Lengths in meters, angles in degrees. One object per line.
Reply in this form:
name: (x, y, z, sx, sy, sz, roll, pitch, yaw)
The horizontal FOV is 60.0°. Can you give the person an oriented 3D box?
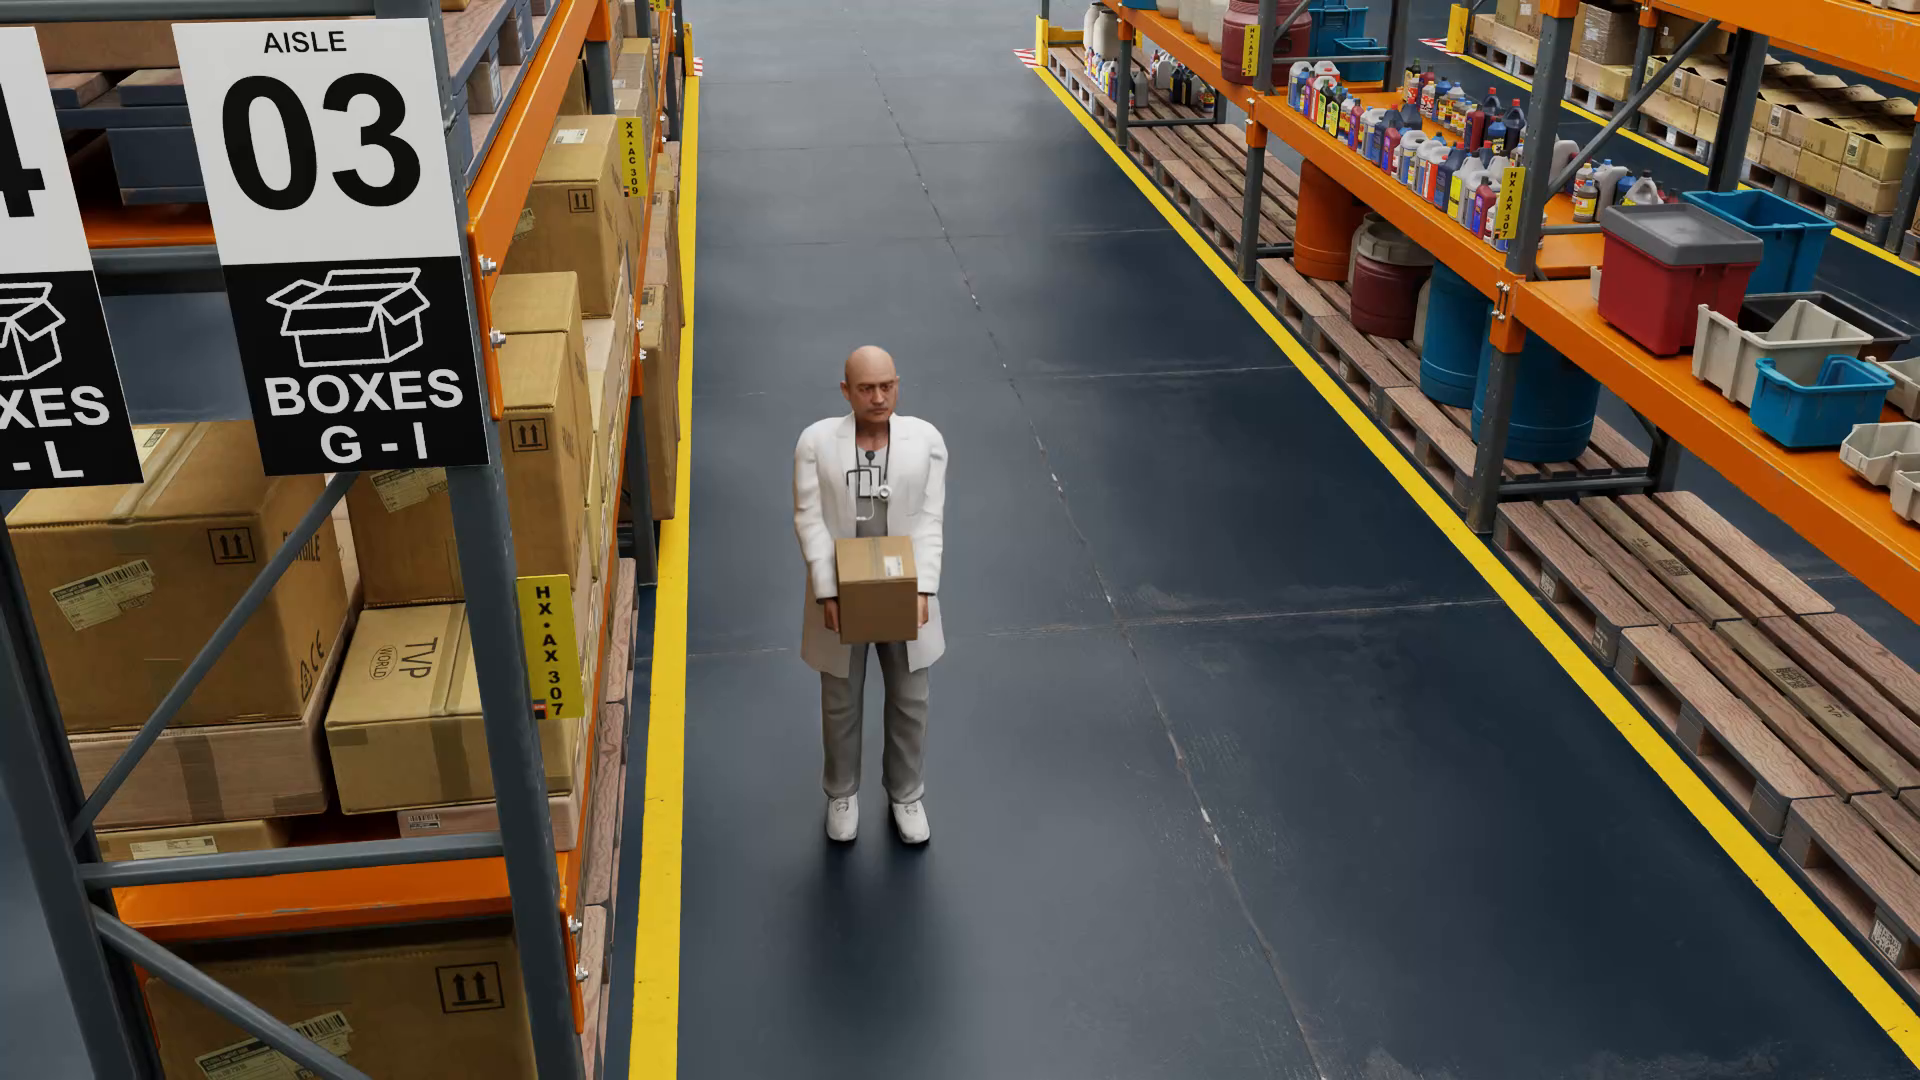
person: (-0.286, 0.242, 5.662, 0.529, 1.771, 0.555, -3, 27, -6)
